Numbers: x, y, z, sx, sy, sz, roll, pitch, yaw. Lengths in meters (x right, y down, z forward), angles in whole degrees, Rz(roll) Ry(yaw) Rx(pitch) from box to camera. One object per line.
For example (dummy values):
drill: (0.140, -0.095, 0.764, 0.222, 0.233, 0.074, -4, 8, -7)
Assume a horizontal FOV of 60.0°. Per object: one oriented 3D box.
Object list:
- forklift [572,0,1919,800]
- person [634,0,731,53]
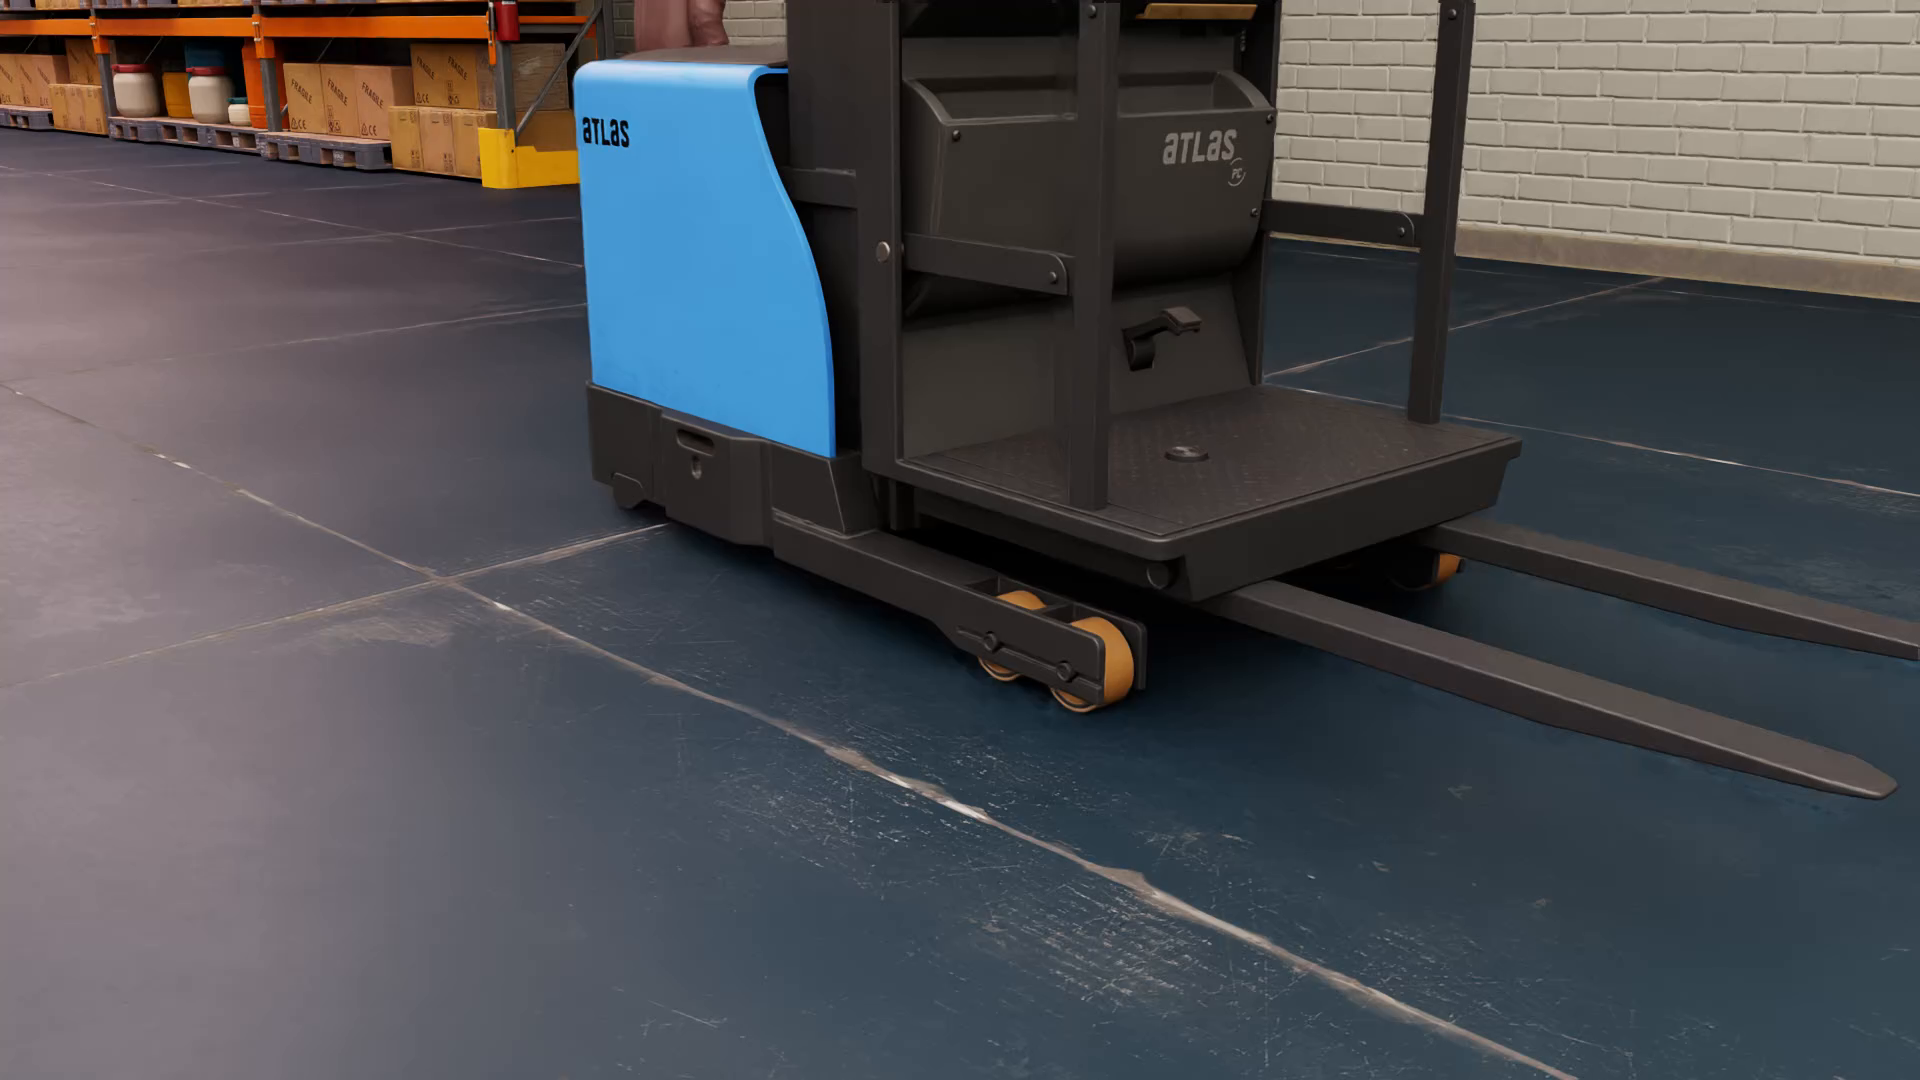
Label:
forklift: (0.419, -1.266, 3.026, 1.130, 2.935, 3.031, -14, 22, -39)
person: (-0.906, -1.530, 5.846, 0.425, 1.773, 0.653, -8, 19, -24)
